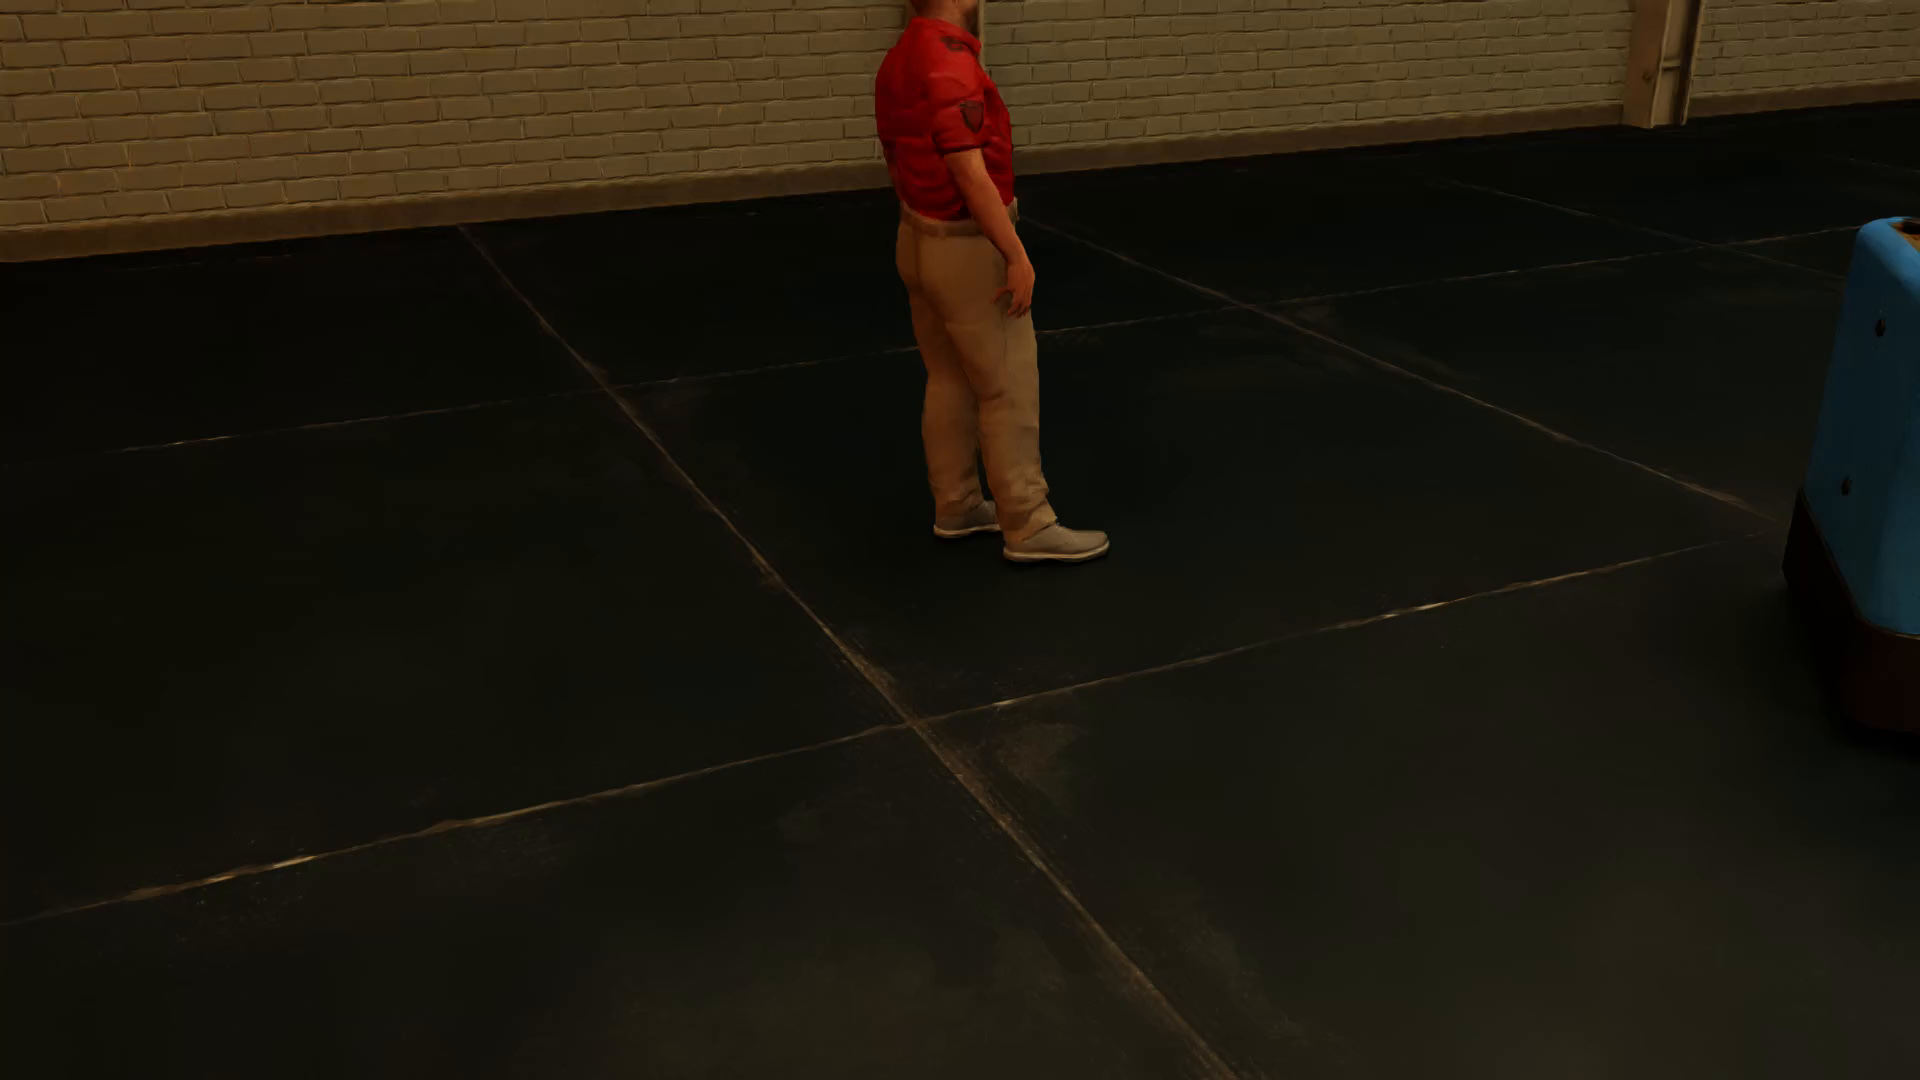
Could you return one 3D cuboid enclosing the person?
[{"bbox_3d":[0.086,-0.816,4.798,0.550,1.726,0.640,-10,25,-23],"label":"person"}]

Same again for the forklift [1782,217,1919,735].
[{"bbox_3d":[3.660,-0.880,3.404,3.031,2.935,1.130,7,23,16],"label":"forklift"}]
